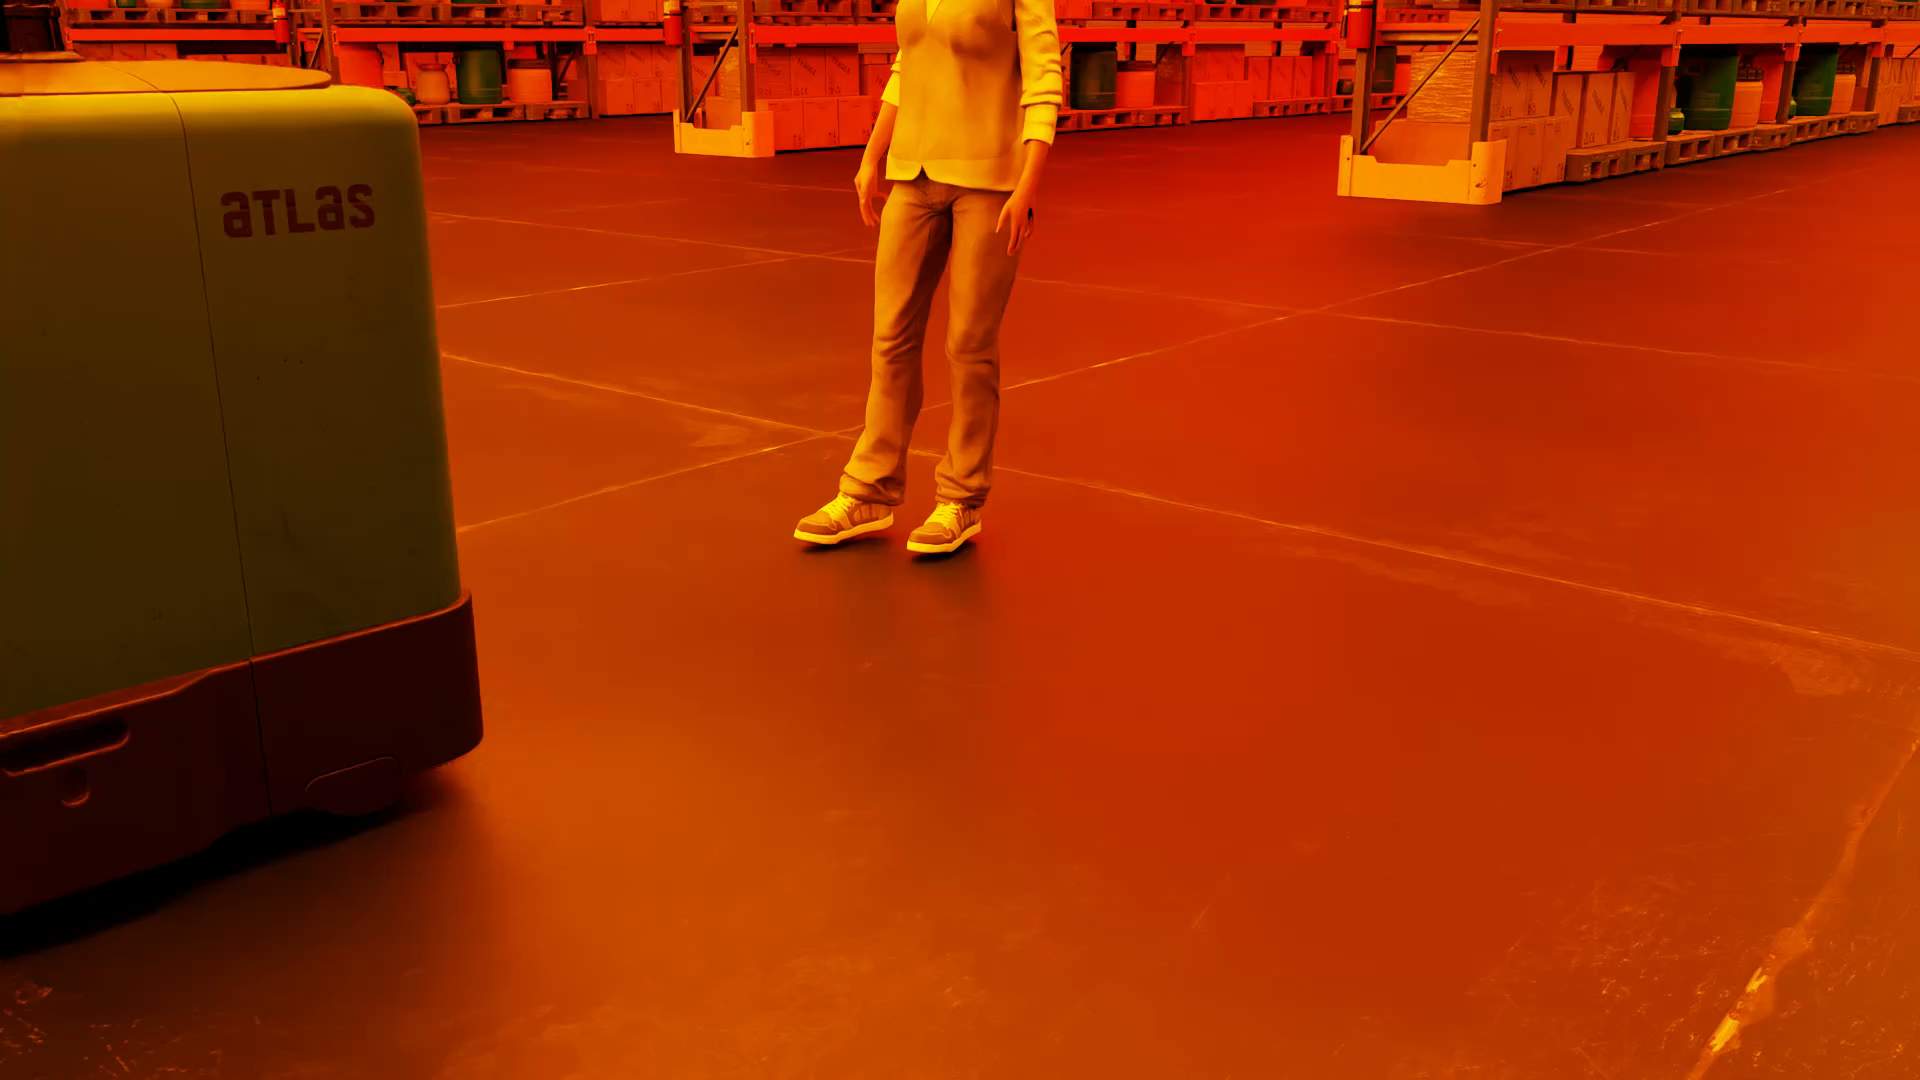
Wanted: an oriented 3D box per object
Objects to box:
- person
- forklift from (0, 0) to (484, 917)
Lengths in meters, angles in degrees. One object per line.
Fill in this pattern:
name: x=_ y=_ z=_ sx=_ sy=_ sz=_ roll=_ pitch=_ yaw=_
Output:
person: x=-0.059 y=-0.757 z=3.661 sx=0.520 sy=1.599 sz=0.473 roll=13 pitch=21 yaw=37
forklift: x=-2.164 y=-0.813 z=1.576 sx=3.031 sy=2.935 sz=1.130 roll=-16 pitch=23 yaw=-42
